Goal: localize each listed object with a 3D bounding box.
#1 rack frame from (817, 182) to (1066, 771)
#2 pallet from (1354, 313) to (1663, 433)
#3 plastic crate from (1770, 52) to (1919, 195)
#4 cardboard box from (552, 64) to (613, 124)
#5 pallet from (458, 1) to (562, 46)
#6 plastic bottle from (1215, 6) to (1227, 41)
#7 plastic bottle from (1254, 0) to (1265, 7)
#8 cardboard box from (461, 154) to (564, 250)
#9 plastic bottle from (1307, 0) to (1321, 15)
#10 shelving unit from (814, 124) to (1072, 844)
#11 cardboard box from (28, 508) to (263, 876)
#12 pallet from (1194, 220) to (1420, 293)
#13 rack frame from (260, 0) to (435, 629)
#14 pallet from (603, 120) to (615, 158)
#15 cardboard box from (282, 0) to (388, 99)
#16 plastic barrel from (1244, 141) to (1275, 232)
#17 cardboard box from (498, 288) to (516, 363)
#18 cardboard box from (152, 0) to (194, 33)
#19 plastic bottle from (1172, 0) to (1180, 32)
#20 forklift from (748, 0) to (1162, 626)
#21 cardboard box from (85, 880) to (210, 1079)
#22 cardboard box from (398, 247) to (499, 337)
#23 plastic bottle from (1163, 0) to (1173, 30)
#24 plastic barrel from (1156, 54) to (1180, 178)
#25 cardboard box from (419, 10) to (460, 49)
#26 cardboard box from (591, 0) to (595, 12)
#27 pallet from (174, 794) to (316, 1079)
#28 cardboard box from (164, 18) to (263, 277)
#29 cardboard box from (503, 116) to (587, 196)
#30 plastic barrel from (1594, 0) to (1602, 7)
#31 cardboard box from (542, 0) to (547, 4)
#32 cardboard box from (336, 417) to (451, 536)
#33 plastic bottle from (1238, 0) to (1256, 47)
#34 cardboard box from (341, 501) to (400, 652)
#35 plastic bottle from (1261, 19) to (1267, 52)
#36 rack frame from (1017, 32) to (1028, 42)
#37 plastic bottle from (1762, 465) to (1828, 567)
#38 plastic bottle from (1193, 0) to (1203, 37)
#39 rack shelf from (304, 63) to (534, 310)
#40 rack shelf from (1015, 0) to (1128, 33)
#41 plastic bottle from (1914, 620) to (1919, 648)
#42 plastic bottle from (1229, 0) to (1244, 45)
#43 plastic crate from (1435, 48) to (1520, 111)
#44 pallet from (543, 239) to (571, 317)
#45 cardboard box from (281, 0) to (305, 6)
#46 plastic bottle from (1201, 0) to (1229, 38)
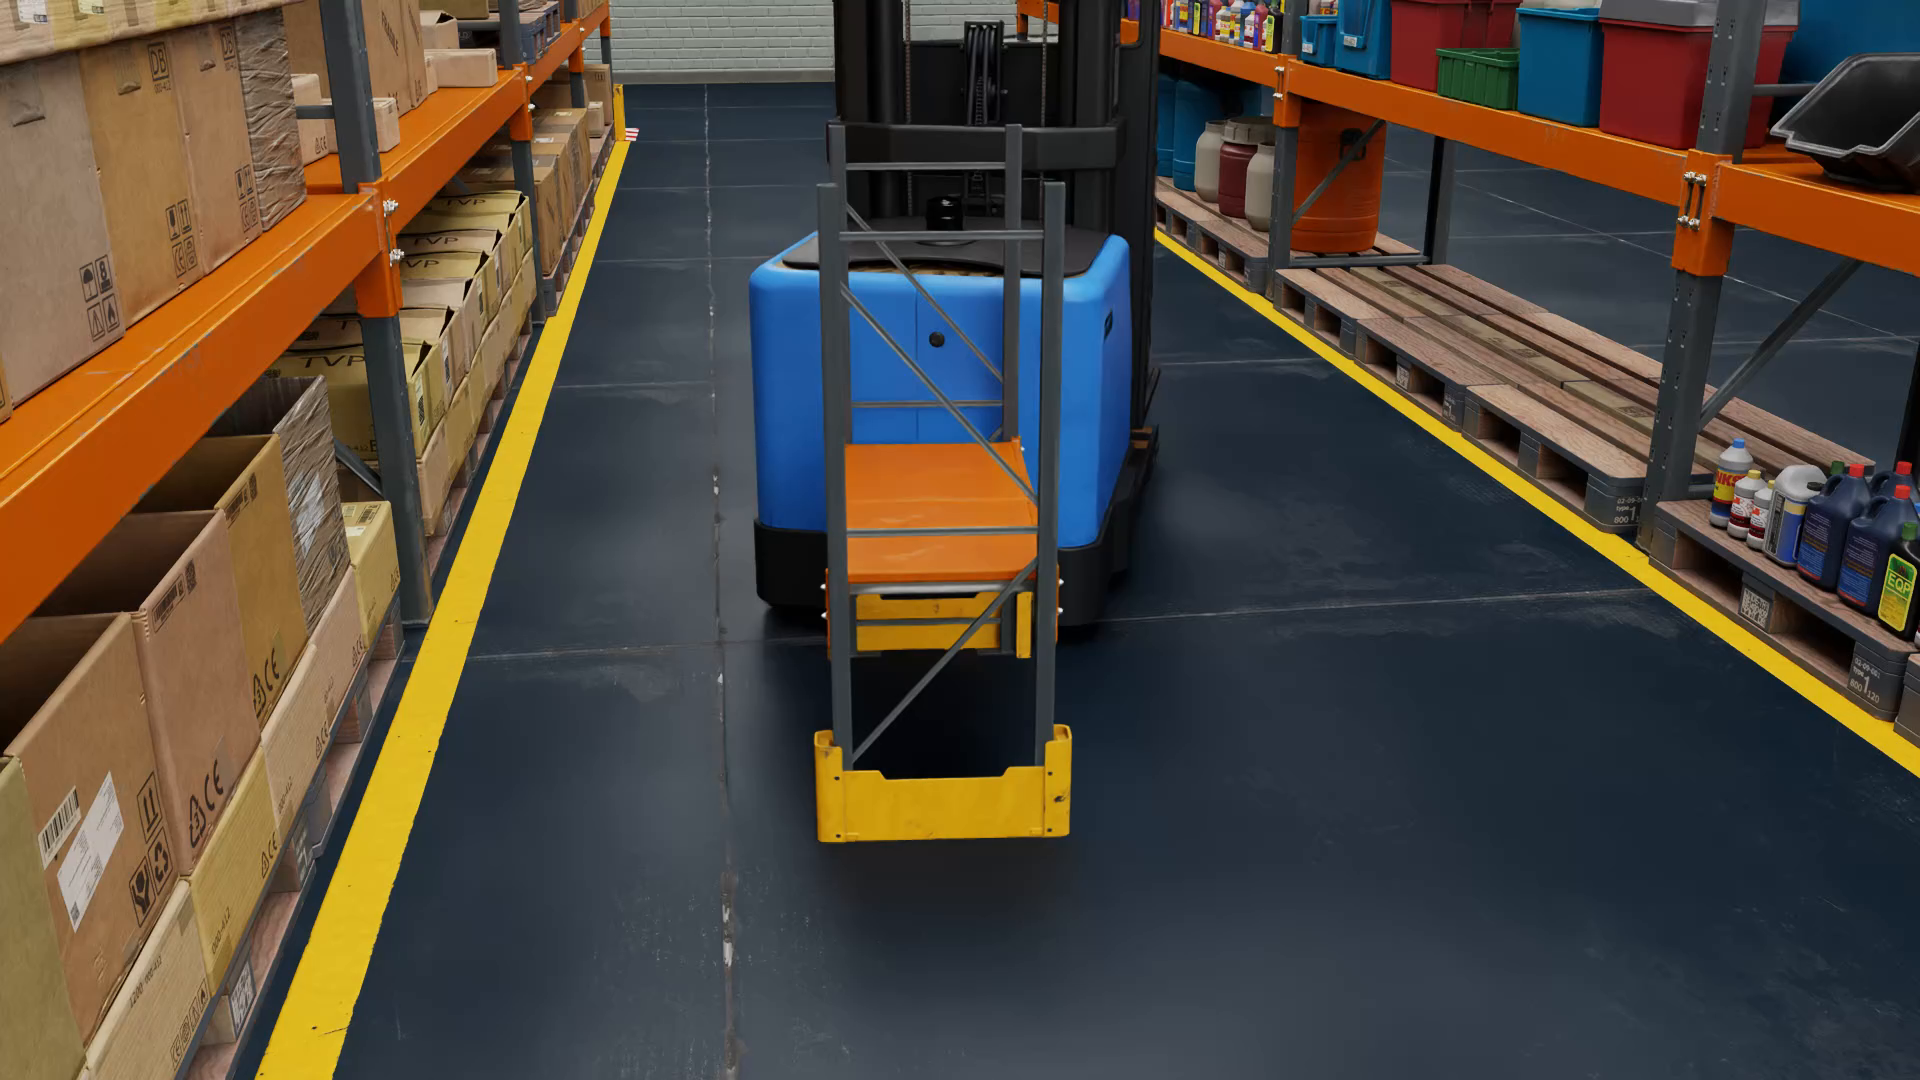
[{"bbox_3d":[-0.038,-0.015,3.612,0.500,1.500,0.032,-1,21,-3],"label":"rack frame"},{"bbox_3d":[2.466,-0.774,7.486,1.003,0.211,1.213,-3,21,-8],"label":"pallet"},{"bbox_3d":[2.747,-1.170,4.650,0.767,0.338,0.504,-3,21,-8],"label":"plastic crate"},{"bbox_3d":[-3.513,-4.152,15.490,0.500,0.500,0.500,-3,21,-8],"label":"cardboard box"},{"bbox_3d":[-2.967,-3.106,10.020,1.003,0.211,1.213,-3,21,-8],"label":"pallet"},{"bbox_3d":[1.610,-3.154,10.157,0.097,0.201,0.097,0,20,0],"label":"plastic bottle"},{"bbox_3d":[2.044,-3.616,11.294,0.097,0.271,0.097,0,20,0],"label":"plastic bottle"},{"bbox_3d":[-2.546,-1.911,9.490,0.500,0.500,0.500,-4,21,-10],"label":"cardboard box"},{"bbox_3d":[2.278,-3.360,10.602,0.152,0.276,0.135,-3,21,-8],"label":"plastic bottle"},{"bbox_3d":[-0.064,-0.195,4.096,0.587,1.500,1.083,-1,21,-3],"label":"shelving unit"},{"bbox_3d":[-1.599,0.270,2.963,0.500,0.500,0.500,-3,21,-8],"label":"cardboard box"},{"bbox_3d":[2.065,-1.736,10.063,1.003,0.211,1.213,-3,21,-8],"label":"pallet"},{"bbox_3d":[-2.105,-1.138,4.476,1.000,3.000,0.127,-3,21,-8],"label":"rack frame"},{"bbox_3d":[-3.708,-3.684,15.279,1.003,0.211,1.213,-3,21,-8],"label":"pallet"},{"bbox_3d":[-2.276,-1.634,5.661,0.500,0.500,0.500,-1,21,-4],"label":"cardboard box"},{"bbox_3d":[1.963,-2.162,10.174,0.421,0.512,0.421,0,20,0],"label":"plastic barrel"},{"bbox_3d":[-2.217,-0.909,7.193,0.500,0.250,0.500,-2,21,-7],"label":"cardboard box"},{"bbox_3d":[-1.709,-1.053,3.179,0.380,0.149,0.250,-3,21,-8],"label":"cardboard box"},{"bbox_3d":[1.500,-3.518,11.026,0.152,0.276,0.135,-3,21,-8],"label":"plastic bottle"},{"bbox_3d":[0.168,-1.602,5.817,1.130,2.935,3.031,4,21,10],"label":"forklift"},{"bbox_3d":[-1.533,0.795,2.630,0.500,0.250,0.500,-3,21,-8],"label":"cardboard box"},{"bbox_3d":[-2.141,-0.997,6.628,0.500,0.311,0.500,-2,21,-6],"label":"cardboard box"},{"bbox_3d":[1.467,-3.598,11.241,0.152,0.276,0.135,-3,21,-8],"label":"plastic bottle"},{"bbox_3d":[1.705,-3.181,12.345,0.600,0.901,0.708,-3,21,-8],"label":"plastic barrel"},{"bbox_3d":[-2.673,-2.353,7.857,0.500,0.311,0.500,-2,21,-4],"label":"cardboard box"},{"bbox_3d":[-3.209,-4.496,13.323,0.500,0.500,0.500,-3,21,-8],"label":"cardboard box"},{"bbox_3d":[-1.853,0.869,3.088,1.003,0.211,1.213,-3,21,-8],"label":"pallet"},{"bbox_3d":[-1.953,-0.849,3.560,0.700,0.500,0.500,-3,21,-8],"label":"cardboard box"},{"bbox_3d":[-2.841,-2.615,11.375,0.500,0.500,0.500,-3,21,-8],"label":"cardboard box"},{"bbox_3d":[2.770,-2.047,6.715,0.433,0.535,0.433,0,20,0],"label":"plastic barrel"},{"bbox_3d":[-2.943,-3.543,10.172,0.700,0.500,0.500,-8,22,-21],"label":"cardboard box"},{"bbox_3d":[-1.918,-0.199,5.291,0.500,0.250,0.500,-3,21,-9],"label":"cardboard box"},{"bbox_3d":[1.680,-3.018,9.694,0.097,0.271,0.097,0,20,0],"label":"plastic bottle"},{"bbox_3d":[-1.822,0.103,4.484,0.500,0.250,0.500,-3,21,-8],"label":"cardboard box"},{"bbox_3d":[1.741,-2.838,9.312,0.097,0.201,0.097,0,20,0],"label":"plastic bottle"},{"bbox_3d":[1.067,-5.542,16.266,1.000,3.000,0.127,-3,21,-8],"label":"rack frame"},{"bbox_3d":[2.483,-0.074,4.891,0.152,0.276,0.135,-2,21,-6],"label":"plastic bottle"},{"bbox_3d":[1.529,-3.341,10.542,0.061,0.283,0.133,-3,21,-8],"label":"plastic bottle"},{"bbox_3d":[-2.394,-1.494,6.456,1.077,0.370,4.000,-3,21,-8],"label":"rack shelf"},{"bbox_3d":[1.355,-4.512,14.538,1.077,0.370,4.000,-3,21,-8],"label":"rack shelf"},{"bbox_3d":[2.548,0.183,4.310,0.097,0.201,0.097,0,20,0],"label":"plastic bottle"},{"bbox_3d":[1.652,-3.086,9.874,0.097,0.271,0.097,0,20,0],"label":"plastic bottle"},{"bbox_3d":[2.267,-1.876,6.755,0.450,0.188,0.662,-3,21,-8],"label":"plastic crate"},{"bbox_3d":[-2.752,-1.477,9.370,1.003,0.211,1.213,-3,21,-8],"label":"pallet"},{"bbox_3d":[-1.854,-1.406,4.122,0.380,0.149,0.250,-3,21,-8],"label":"cardboard box"},{"bbox_3d":[1.593,-3.320,10.389,0.144,0.351,0.185,-3,21,-8],"label":"plastic bottle"}]
